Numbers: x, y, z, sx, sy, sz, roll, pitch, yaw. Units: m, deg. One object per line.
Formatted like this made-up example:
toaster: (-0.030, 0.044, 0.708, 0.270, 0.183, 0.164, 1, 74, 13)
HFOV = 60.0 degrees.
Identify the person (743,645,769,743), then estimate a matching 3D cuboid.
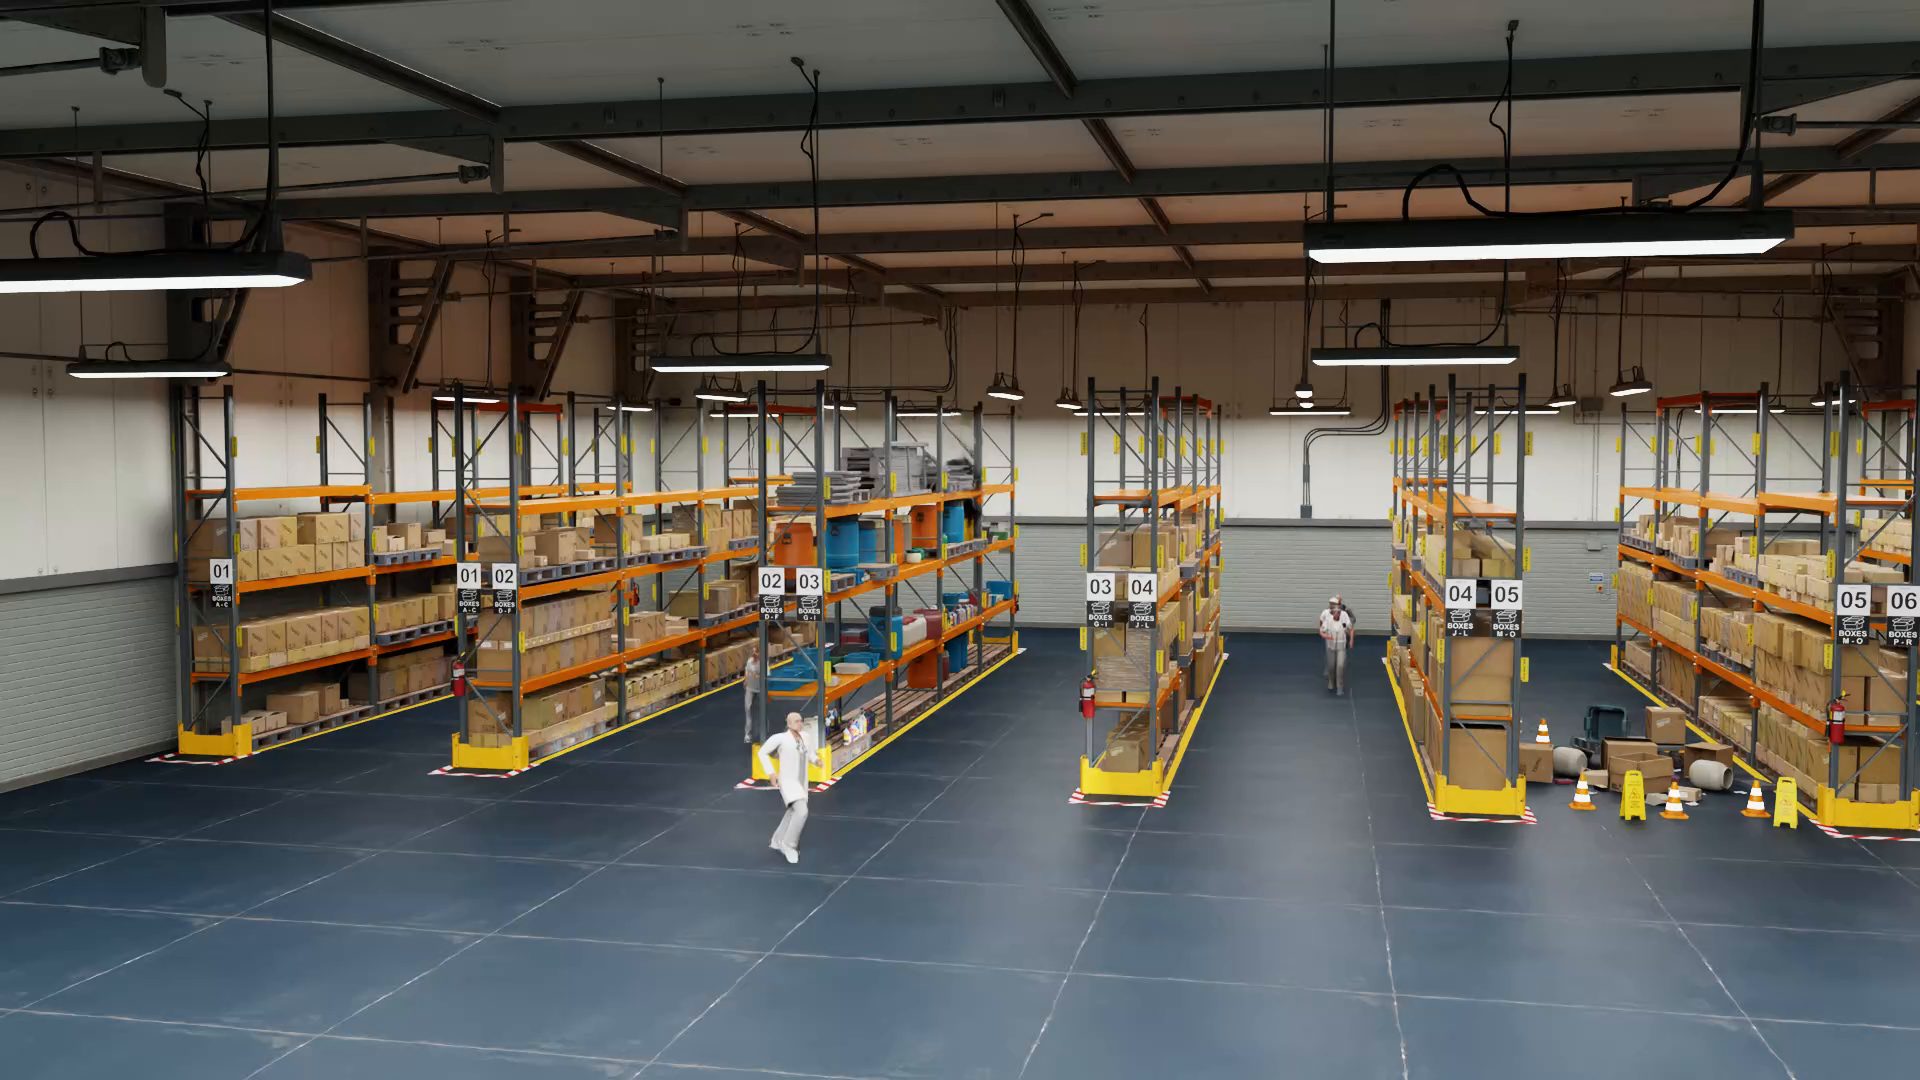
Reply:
person: (-3.473, 2.600, 28.383, 0.516, 1.632, 0.759, 1, 3, 11)

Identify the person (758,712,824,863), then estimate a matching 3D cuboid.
person: (-2.010, 3.000, 20.215, 0.808, 1.822, 0.693, 2, 4, 36)

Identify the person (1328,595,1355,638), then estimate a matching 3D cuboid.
person: (8.520, 2.082, 37.370, 0.690, 1.686, 0.644, 1, 3, 19)

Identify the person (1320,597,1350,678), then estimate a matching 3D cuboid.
person: (8.085, 2.120, 35.950, 0.670, 1.758, 0.669, 1, 3, 18)

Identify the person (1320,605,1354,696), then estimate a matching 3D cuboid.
person: (7.675, 2.223, 33.901, 0.681, 1.833, 0.845, 1, 3, 13)
